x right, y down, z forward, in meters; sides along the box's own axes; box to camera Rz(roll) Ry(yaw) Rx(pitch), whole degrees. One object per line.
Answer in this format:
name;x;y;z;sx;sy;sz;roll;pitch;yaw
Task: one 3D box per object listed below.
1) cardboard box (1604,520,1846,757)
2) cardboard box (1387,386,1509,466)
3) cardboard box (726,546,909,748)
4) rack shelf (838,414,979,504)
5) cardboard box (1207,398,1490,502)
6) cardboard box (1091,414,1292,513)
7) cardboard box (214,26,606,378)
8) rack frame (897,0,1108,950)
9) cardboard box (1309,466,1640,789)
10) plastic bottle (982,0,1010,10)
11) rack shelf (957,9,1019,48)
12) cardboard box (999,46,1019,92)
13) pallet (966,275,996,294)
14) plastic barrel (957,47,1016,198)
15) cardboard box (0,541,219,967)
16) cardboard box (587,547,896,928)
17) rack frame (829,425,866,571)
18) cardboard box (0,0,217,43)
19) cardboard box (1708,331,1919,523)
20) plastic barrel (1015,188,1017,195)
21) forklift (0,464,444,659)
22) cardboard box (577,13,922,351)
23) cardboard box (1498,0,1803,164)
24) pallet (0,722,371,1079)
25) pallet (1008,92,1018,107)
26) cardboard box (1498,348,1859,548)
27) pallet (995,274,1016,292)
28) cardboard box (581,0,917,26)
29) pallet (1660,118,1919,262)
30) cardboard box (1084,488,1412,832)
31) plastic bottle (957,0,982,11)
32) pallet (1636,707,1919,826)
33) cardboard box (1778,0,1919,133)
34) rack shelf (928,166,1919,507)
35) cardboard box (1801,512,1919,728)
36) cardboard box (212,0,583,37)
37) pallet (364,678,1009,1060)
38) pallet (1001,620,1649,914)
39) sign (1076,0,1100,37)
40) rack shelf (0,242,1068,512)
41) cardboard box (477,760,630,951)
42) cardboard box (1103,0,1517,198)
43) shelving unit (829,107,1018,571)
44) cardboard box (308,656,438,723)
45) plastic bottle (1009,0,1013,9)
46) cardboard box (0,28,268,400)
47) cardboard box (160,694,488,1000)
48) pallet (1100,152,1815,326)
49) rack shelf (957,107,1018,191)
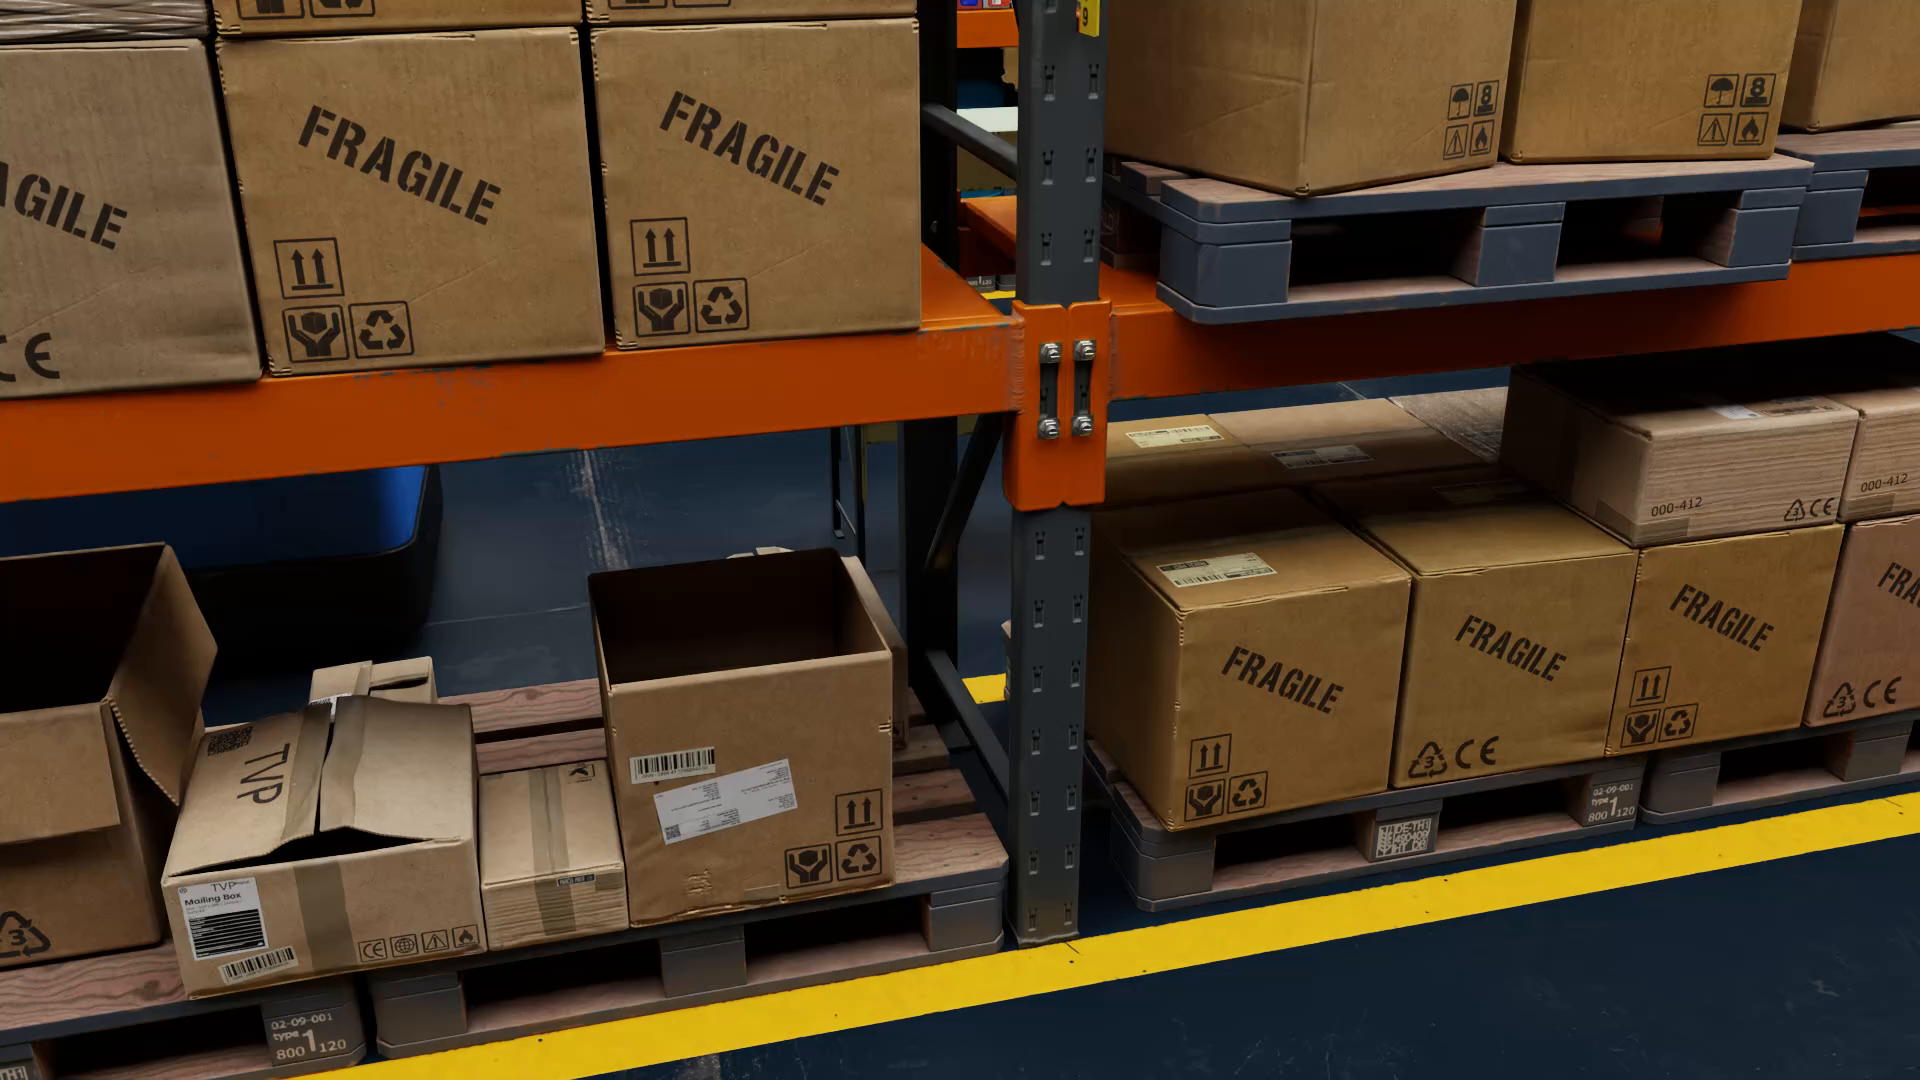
cardboard box;1.570;0.123;3.771;0.500;0.500;0.500;-6;24;-14
cardboard box;1.404;-0.071;4.223;0.500;0.500;0.500;-6;24;-14
cardboard box;-0.418;0.243;3.732;0.500;0.311;0.500;-6;24;-14
rack shelf;0.006;-0.390;5.084;0.720;0.370;0.431;-6;24;-14
cardboard box;0.921;-0.017;4.098;0.500;0.500;0.500;-6;24;-14
cardboard box;0.443;0.032;3.983;0.500;0.500;0.500;-6;24;-15
cardboard box;-0.863;-0.593;2.701;0.500;0.500;0.500;-6;24;-13
rack frame;0.045;-0.753;3.201;0.127;3.000;1.000;-6;24;-14
cardboard box;1.087;0.173;3.654;0.500;0.500;0.500;-6;24;-14
plastic bottle;0.151;-2.580;7.617;0.135;0.276;0.152;-6;24;-14
rack shelf;0.636;-2.516;8.223;4.000;0.370;1.077;-6;24;-14
cardboard box;0.554;-4.091;13.143;0.875;0.875;1.225;-7;24;-17
pallet;-0.535;-1.419;8.289;1.213;0.211;1.003;-6;24;-14
plastic barrel;-0.079;-1.990;8.211;0.708;0.901;0.600;-6;24;-14
cardboard box;-1.763;0.394;3.136;0.637;0.503;0.797;-6;24;-14
cardboard box;-0.427;0.362;3.215;0.500;0.500;0.500;-6;24;-14
rack frame;-0.346;-0.651;4.865;0.023;1.500;0.400;-6;24;-14
cardboard box;-1.350;-0.997;2.375;0.500;0.500;0.500;-6;24;-14
cardboard box;2.022;-0.270;3.737;0.500;0.250;0.500;-7;24;-15
plastic barrel;0.488;-1.837;8.349;0.421;0.512;0.421;0;23;0
forklift;-3.035;-1.096;4.088;3.031;2.935;1.130;-5;24;-12
cardboard box;-0.367;-0.648;2.830;0.500;0.500;0.500;-6;24;-13
cardboard box;1.206;-1.055;3.245;0.500;0.500;0.700;-3;23;-6
pallet;-1.793;0.733;3.275;1.213;0.211;1.003;-6;24;-14
pallet;0.444;-3.604;13.381;1.213;0.211;1.003;-6;24;-14
cardboard box;1.539;-0.217;3.612;0.500;0.250;0.500;-6;24;-14
pallet;0.641;-1.550;8.595;1.213;0.211;1.003;-6;24;-14
cardboard box;-0.372;-1.106;2.629;0.500;0.500;0.500;-6;24;-14
pallet;2.025;-0.882;3.745;1.213;0.211;1.003;-6;24;-14
cardboard box;0.576;0.234;3.512;0.500;0.500;0.500;-7;24;-17
plastic bottle;0.034;-2.552;7.542;0.133;0.283;0.061;-6;24;-14
pallet;1.995;0.296;4.292;1.213;0.211;1.003;-6;24;-14
cardboard box;1.729;-1.204;3.592;0.500;0.500;0.700;-13;26;-28
rack shelf;1.971;-0.635;3.839;4.000;0.370;1.077;-6;24;-14
cardboard box;2.057;0.069;3.896;0.500;0.500;0.500;-7;24;-16
cardboard box;-0.865;-1.051;2.500;0.500;0.500;0.500;-7;24;-15
pallet;-0.617;0.601;3.581;1.213;0.211;1.003;-6;24;-14
pallet;0.818;0.427;3.986;1.213;0.211;1.003;-6;24;-14
sign;0.199;-0.946;2.552;0.005;0.325;0.100;-6;24;-14
rack shelf;-1.881;-0.209;2.846;4.000;0.370;1.077;-6;24;-14
cardboard box;-0.772;0.586;3.138;0.250;0.149;0.380;-6;24;-14
cardboard box;0.561;-0.958;3.018;0.500;0.500;0.700;-16;28;-32
shelving unit;0.006;-0.690;4.956;0.755;1.500;0.431;-6;24;-14
cardboard box;-1.248;0.405;3.537;0.250;0.166;0.380;-6;24;-14
plastic bottle;0.270;-2.548;7.636;0.097;0.201;0.097;0;23;0
cardboard box;-1.357;-0.537;2.571;0.500;0.500;0.500;-6;24;-13
cardboard box;-1.149;0.529;3.066;0.500;0.311;0.500;-6;24;-14
pallet;0.844;-0.708;3.341;1.213;0.211;1.003;-6;24;-14
rack shelf;0.006;-1.049;4.802;0.720;0.370;0.431;-6;24;-14
